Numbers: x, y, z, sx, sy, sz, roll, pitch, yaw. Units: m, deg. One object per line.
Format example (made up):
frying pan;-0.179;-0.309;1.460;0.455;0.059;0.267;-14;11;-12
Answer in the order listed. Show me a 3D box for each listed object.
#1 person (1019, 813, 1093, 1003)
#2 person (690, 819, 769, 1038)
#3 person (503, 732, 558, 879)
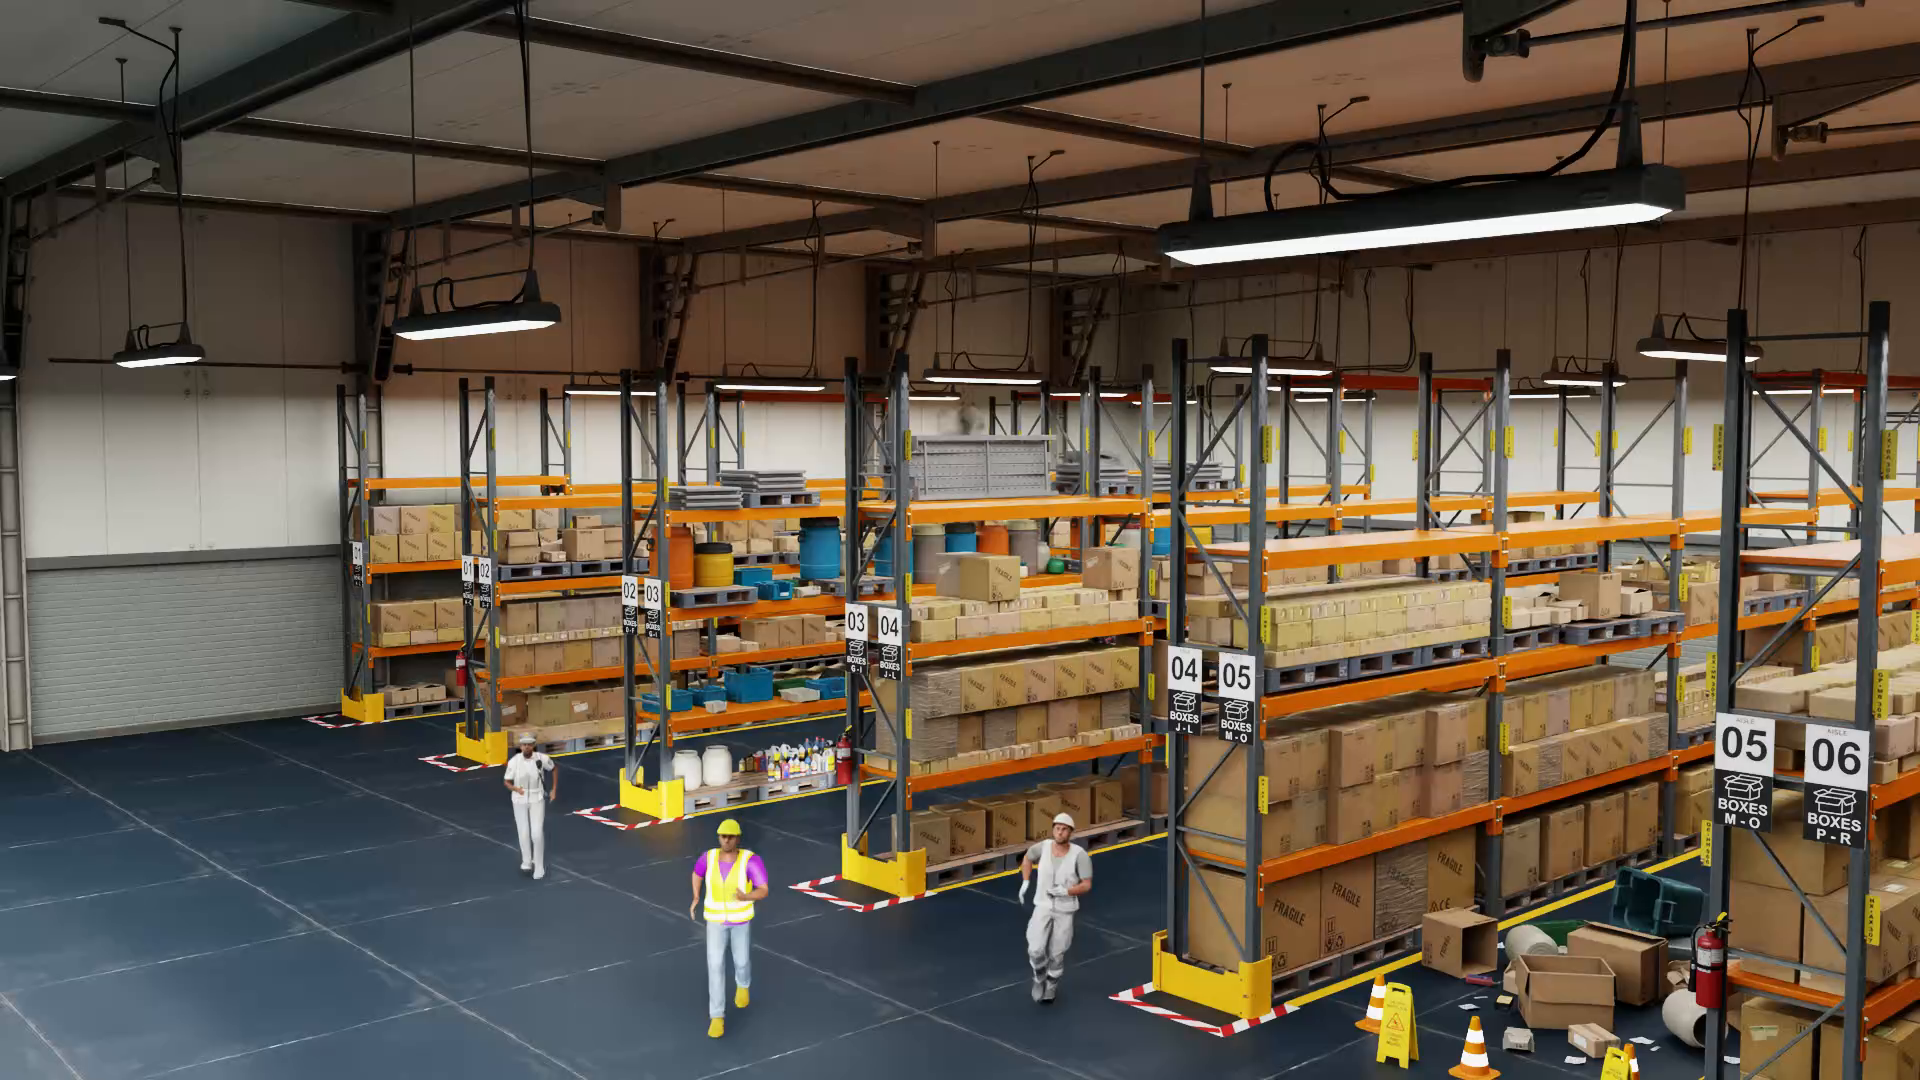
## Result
person;0.850;3.304;14.903;0.677;1.728;0.615;1;4;9
person;-2.007;3.301;14.450;0.705;1.758;0.966;0;4;-1
person;-4.969;3.072;19.247;0.593;1.747;0.717;-1;4;-10
